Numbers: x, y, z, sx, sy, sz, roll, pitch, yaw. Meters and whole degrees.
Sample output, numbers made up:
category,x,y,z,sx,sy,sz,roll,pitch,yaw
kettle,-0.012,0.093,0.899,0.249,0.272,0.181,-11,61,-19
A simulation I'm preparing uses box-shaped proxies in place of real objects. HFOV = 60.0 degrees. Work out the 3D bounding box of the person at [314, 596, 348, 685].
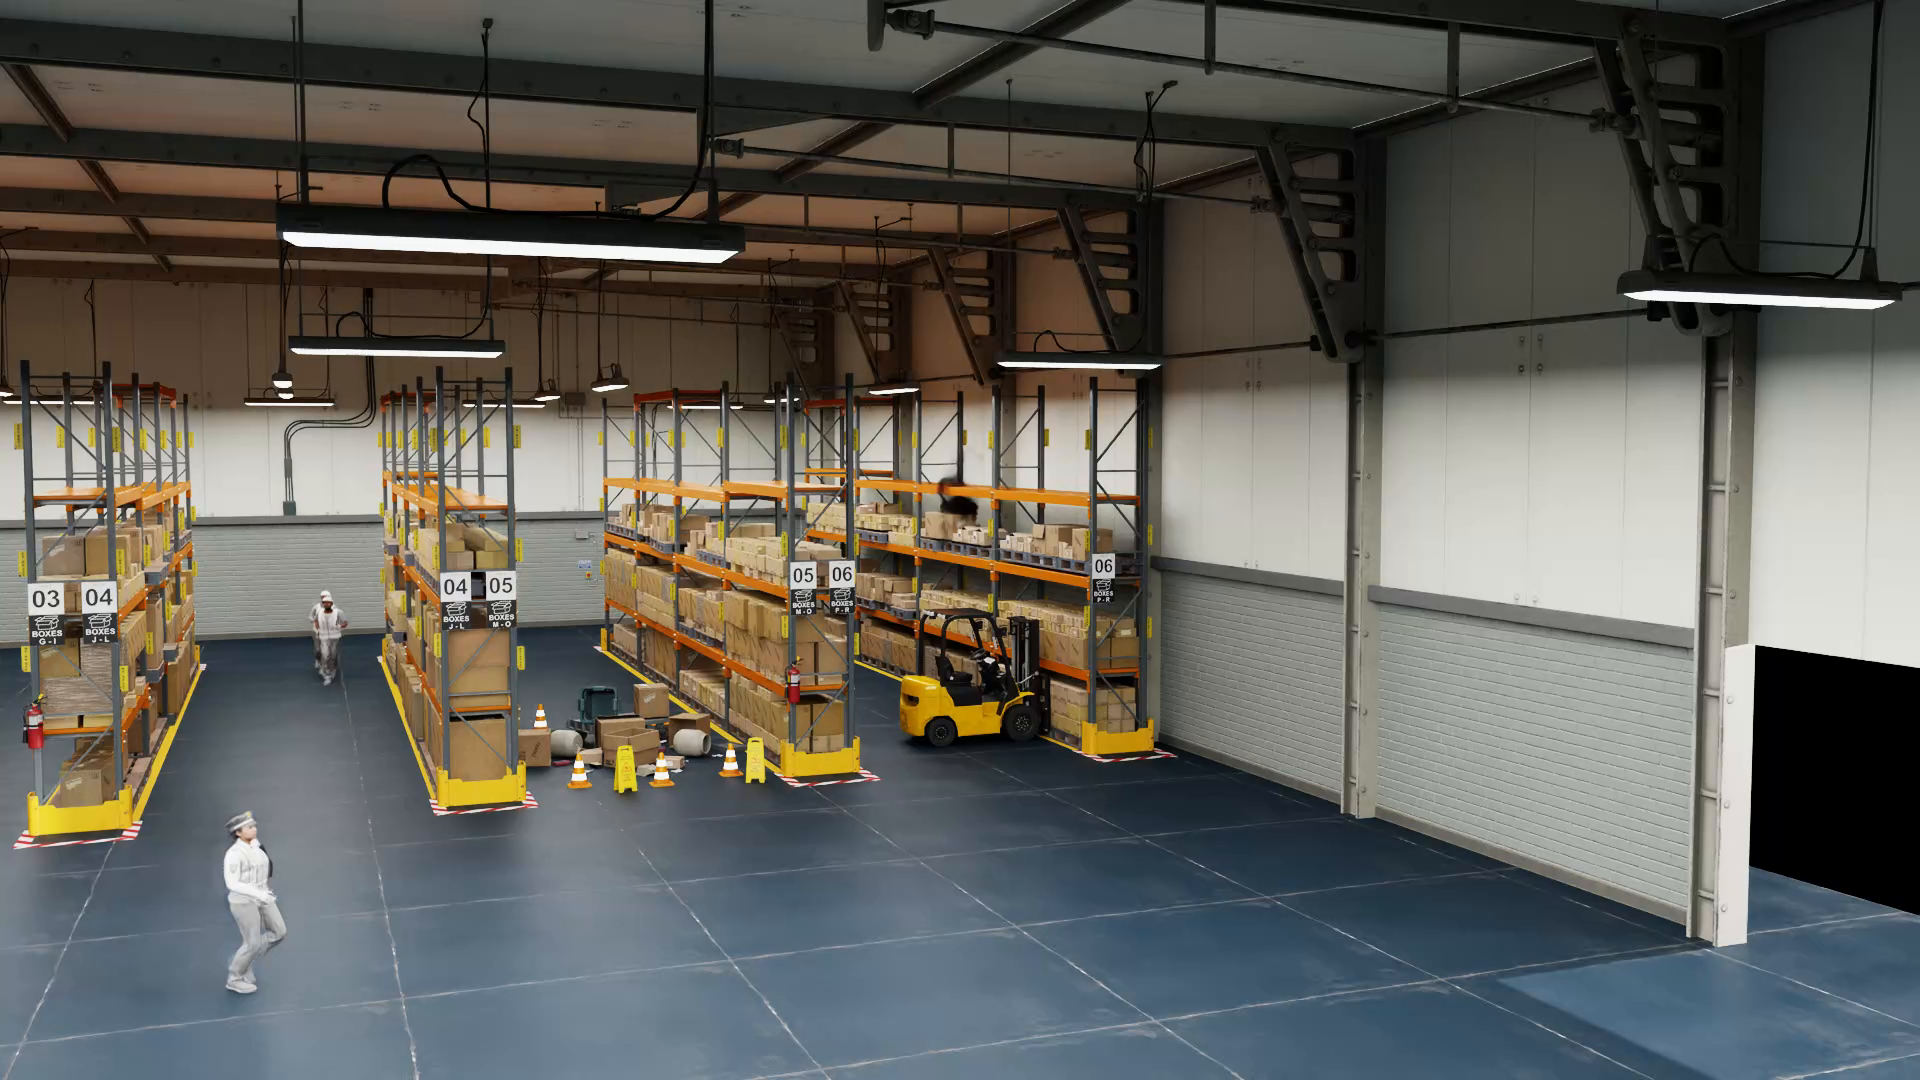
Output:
category,x,y,z,sx,sy,sz,roll,pitch,yaw
person,-12.974,2.047,34.277,0.648,1.795,0.924,-1,4,-15

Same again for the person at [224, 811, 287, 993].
category,x,y,z,sx,sy,sz,roll,pitch,yaw
person,-6.409,3.266,15.083,0.525,1.659,0.629,0,3,5

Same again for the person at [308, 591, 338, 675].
category,x,y,z,sx,sy,sz,roll,pitch,yaw
person,-13.663,1.977,35.783,0.671,1.780,0.861,-1,4,-17
